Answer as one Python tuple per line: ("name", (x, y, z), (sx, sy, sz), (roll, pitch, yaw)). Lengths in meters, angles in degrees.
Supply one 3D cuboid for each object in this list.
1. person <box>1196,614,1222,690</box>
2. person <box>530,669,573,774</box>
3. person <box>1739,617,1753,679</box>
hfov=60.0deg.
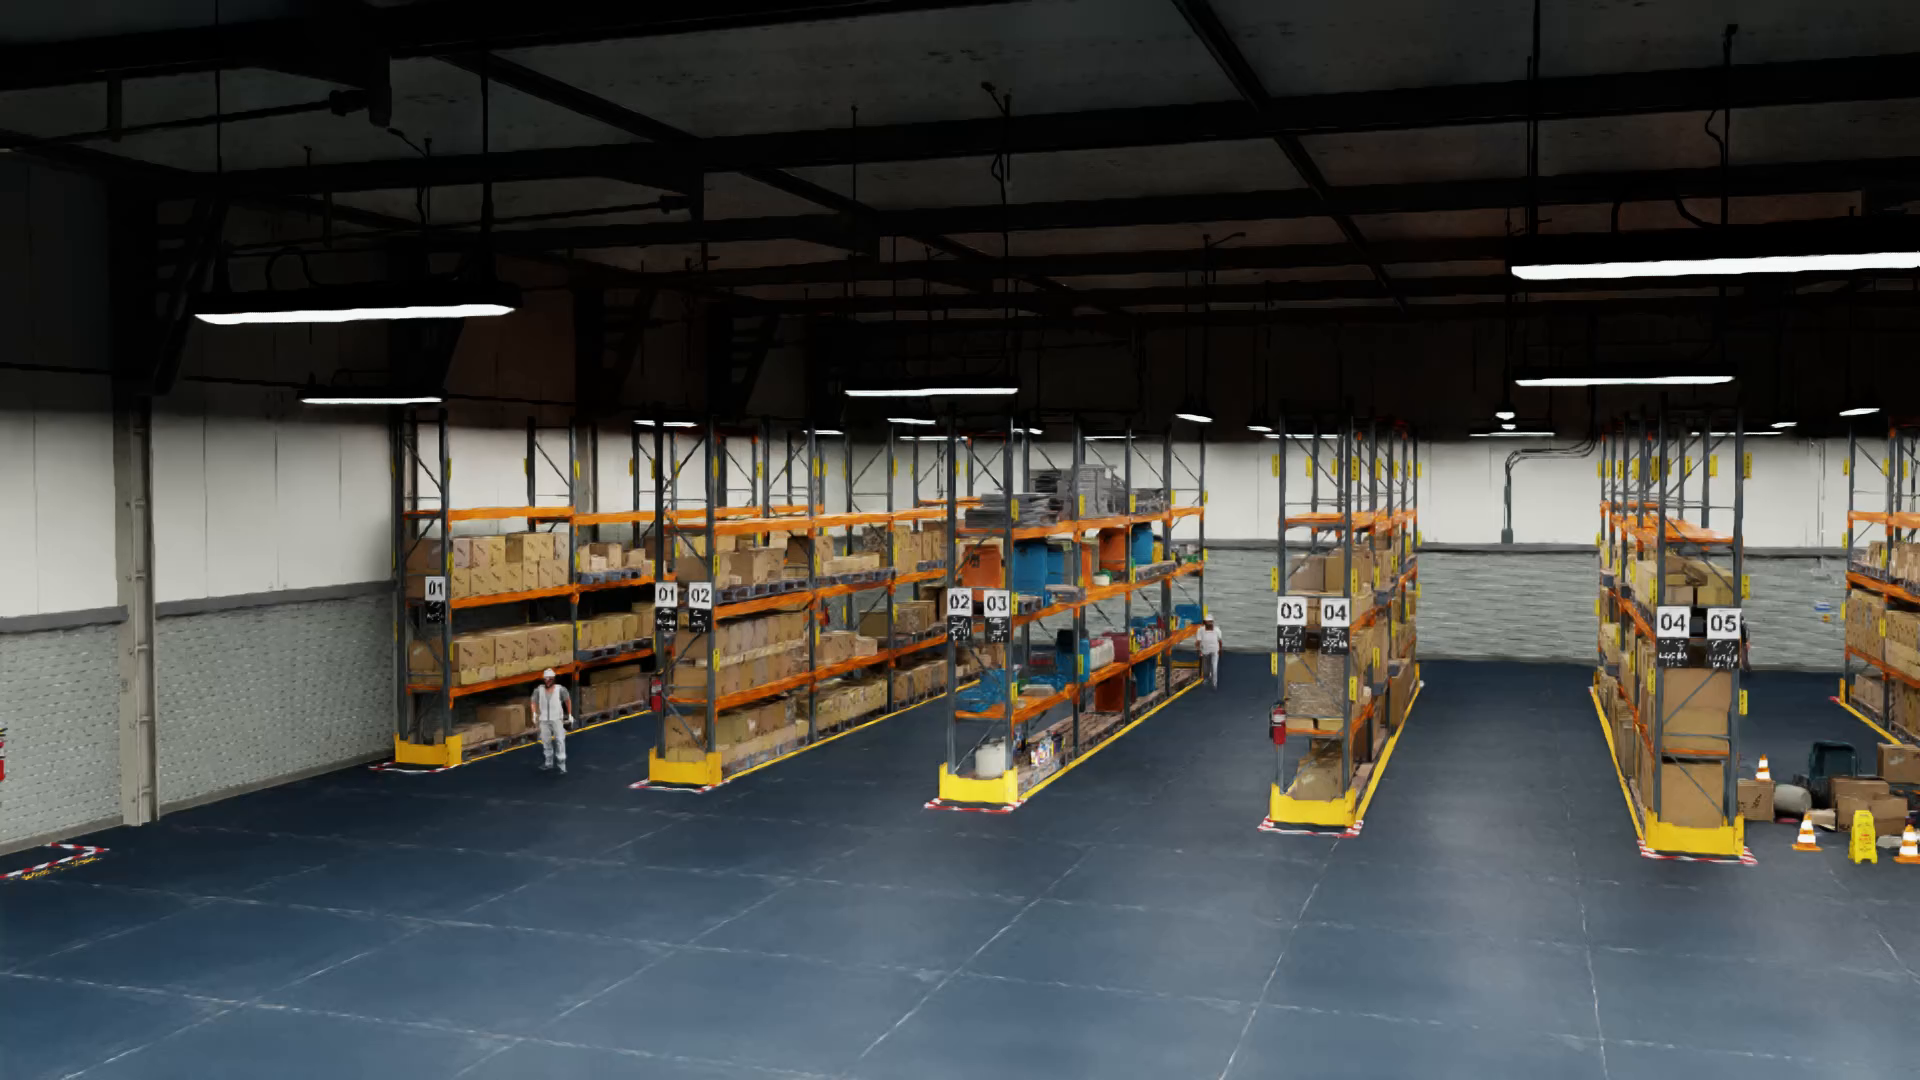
("person", (5.665, 2.523, 37.824), (0.598, 1.690, 1.094), (0, 2, 9))
("person", (-6.705, 2.957, 27.326), (0.678, 1.715, 0.827), (0, 2, 1))
("person", (18.604, 2.451, 39.663), (0.541, 1.710, 0.582), (-2, 3, -35))
